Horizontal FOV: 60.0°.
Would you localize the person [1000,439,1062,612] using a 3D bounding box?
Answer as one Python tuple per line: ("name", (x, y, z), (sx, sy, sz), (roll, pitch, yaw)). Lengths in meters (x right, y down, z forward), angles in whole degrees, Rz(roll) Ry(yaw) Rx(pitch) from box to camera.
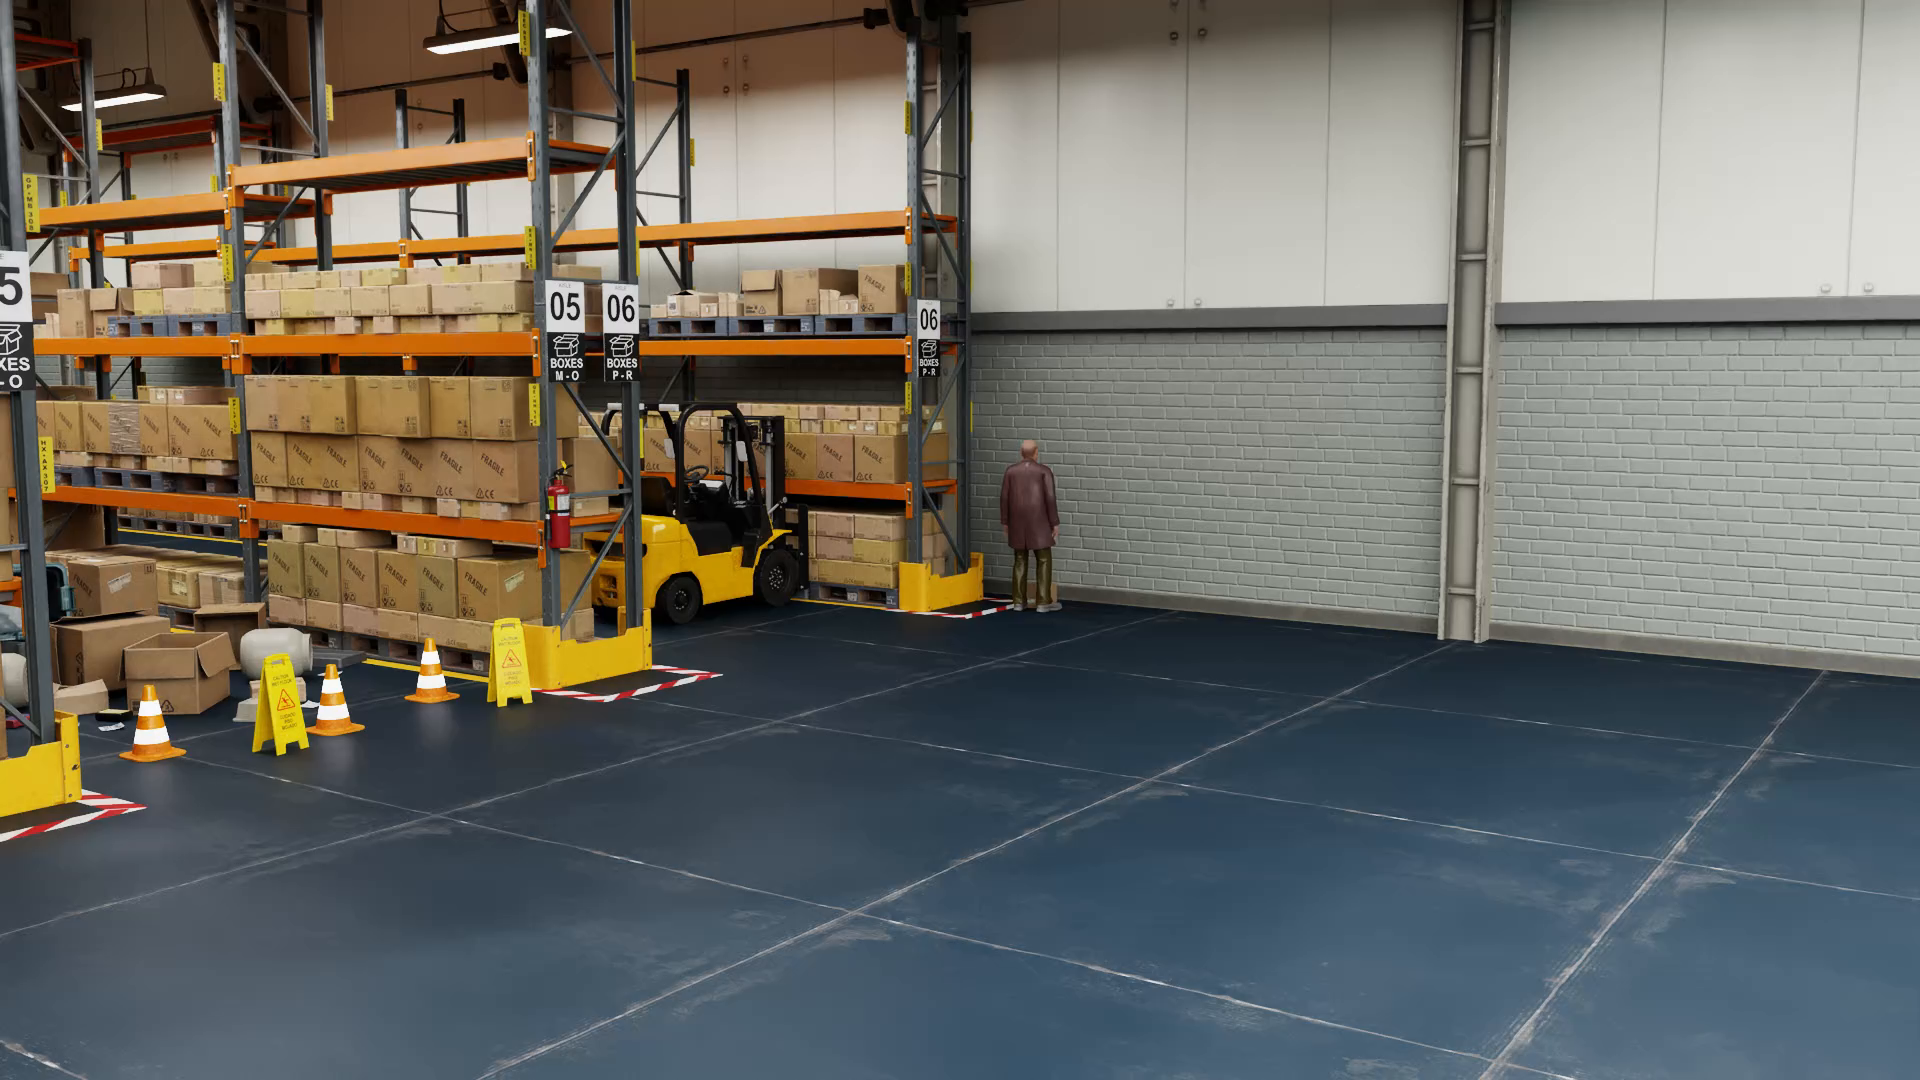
("person", (0.724, -0.152, 17.173), (0.645, 1.772, 0.429), (3, 7, 23))
